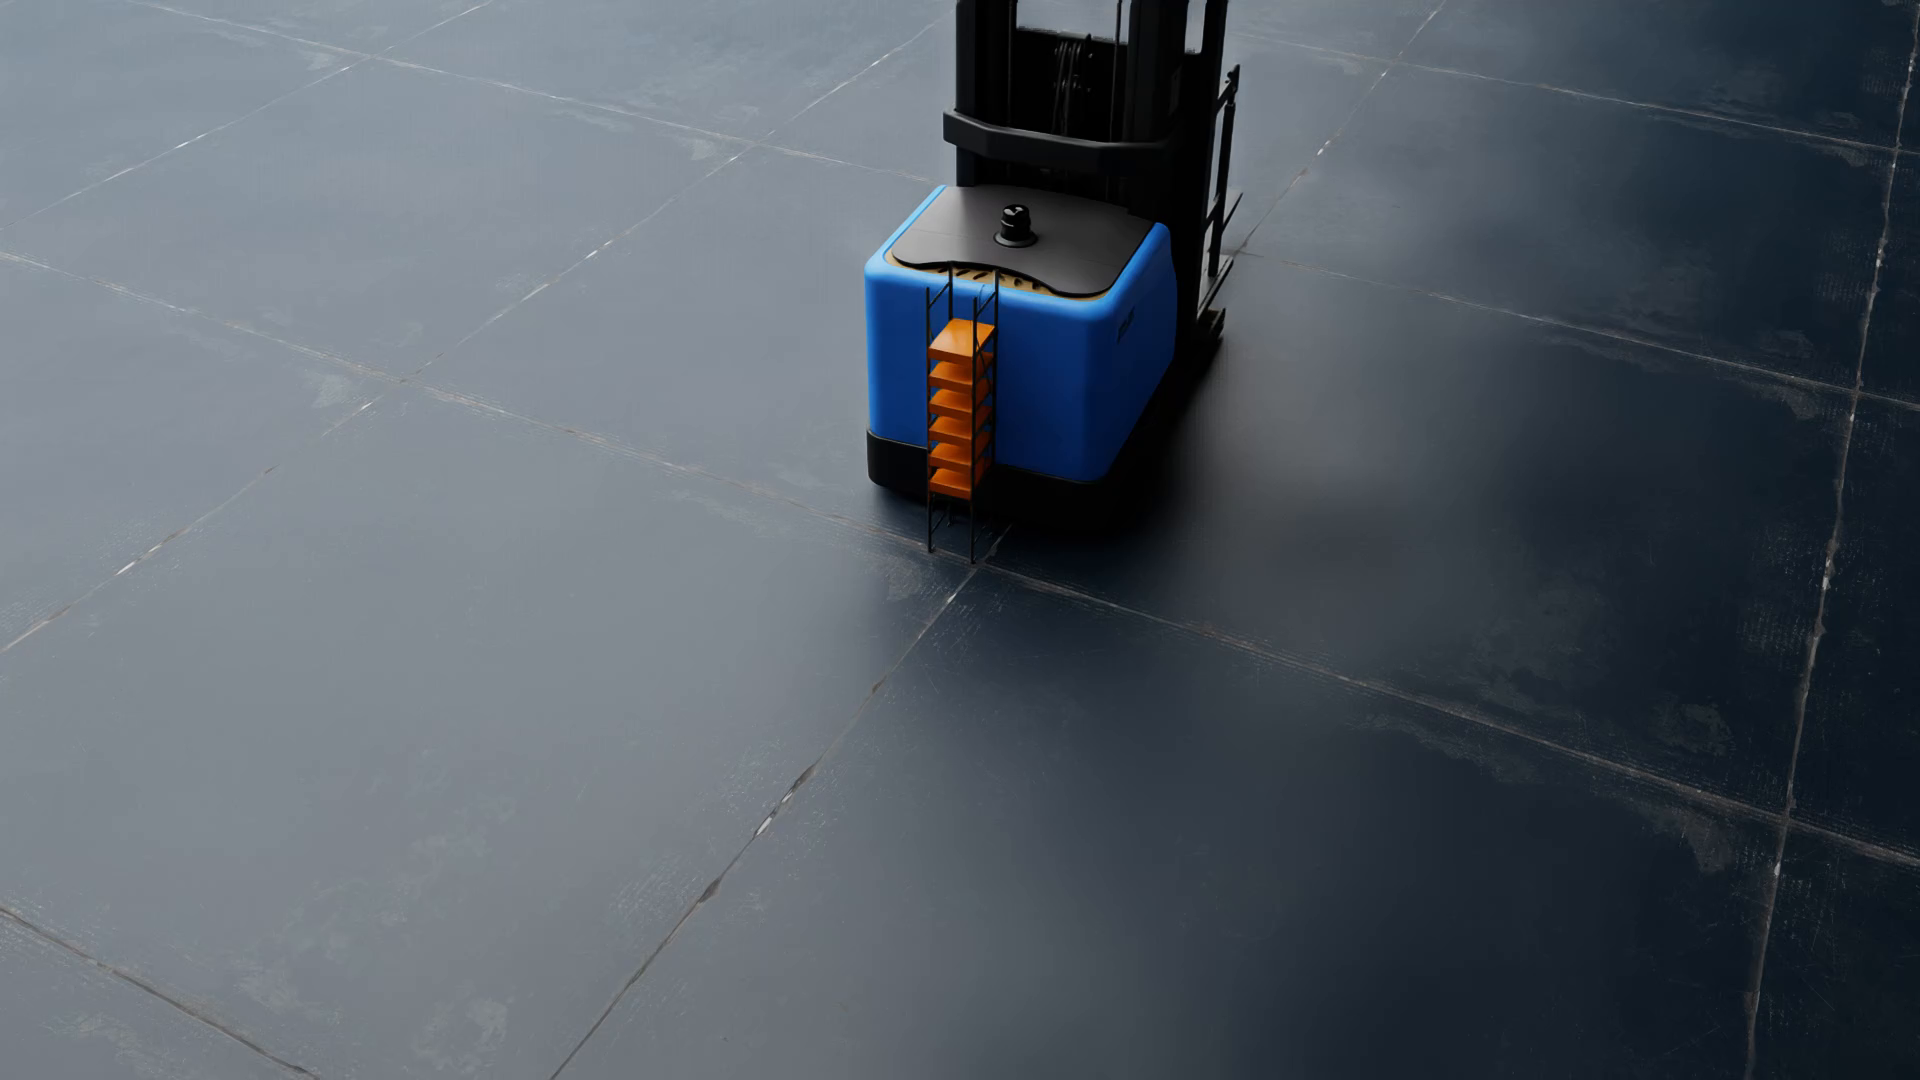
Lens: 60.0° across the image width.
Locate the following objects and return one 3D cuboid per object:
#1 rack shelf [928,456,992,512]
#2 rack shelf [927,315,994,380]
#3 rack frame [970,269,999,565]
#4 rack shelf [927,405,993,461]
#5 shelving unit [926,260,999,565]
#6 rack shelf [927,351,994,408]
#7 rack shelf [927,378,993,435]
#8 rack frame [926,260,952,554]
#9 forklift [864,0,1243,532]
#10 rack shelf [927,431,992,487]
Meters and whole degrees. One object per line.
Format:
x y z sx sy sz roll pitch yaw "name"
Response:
0.005 -0.240 6.543 0.180 0.103 0.258 14 39 17 "rack shelf"
0.008 -0.717 6.179 0.180 0.103 0.258 14 39 17 "rack shelf"
0.091 -0.445 6.344 0.006 1.200 0.240 14 39 17 "rack frame"
0.006 -0.431 6.398 0.180 0.103 0.258 14 39 17 "rack shelf"
0.006 -0.466 6.371 0.189 1.200 0.258 14 39 17 "shelving unit"
0.007 -0.621 6.252 0.180 0.103 0.258 14 39 17 "rack shelf"
0.007 -0.526 6.325 0.180 0.103 0.258 14 39 17 "rack shelf"
-0.078 -0.487 6.397 0.006 1.200 0.240 14 39 17 "rack frame"
0.629 -2.088 7.077 1.130 2.935 3.031 13 39 17 "forklift"
0.006 -0.335 6.470 0.180 0.103 0.258 14 39 17 "rack shelf"
